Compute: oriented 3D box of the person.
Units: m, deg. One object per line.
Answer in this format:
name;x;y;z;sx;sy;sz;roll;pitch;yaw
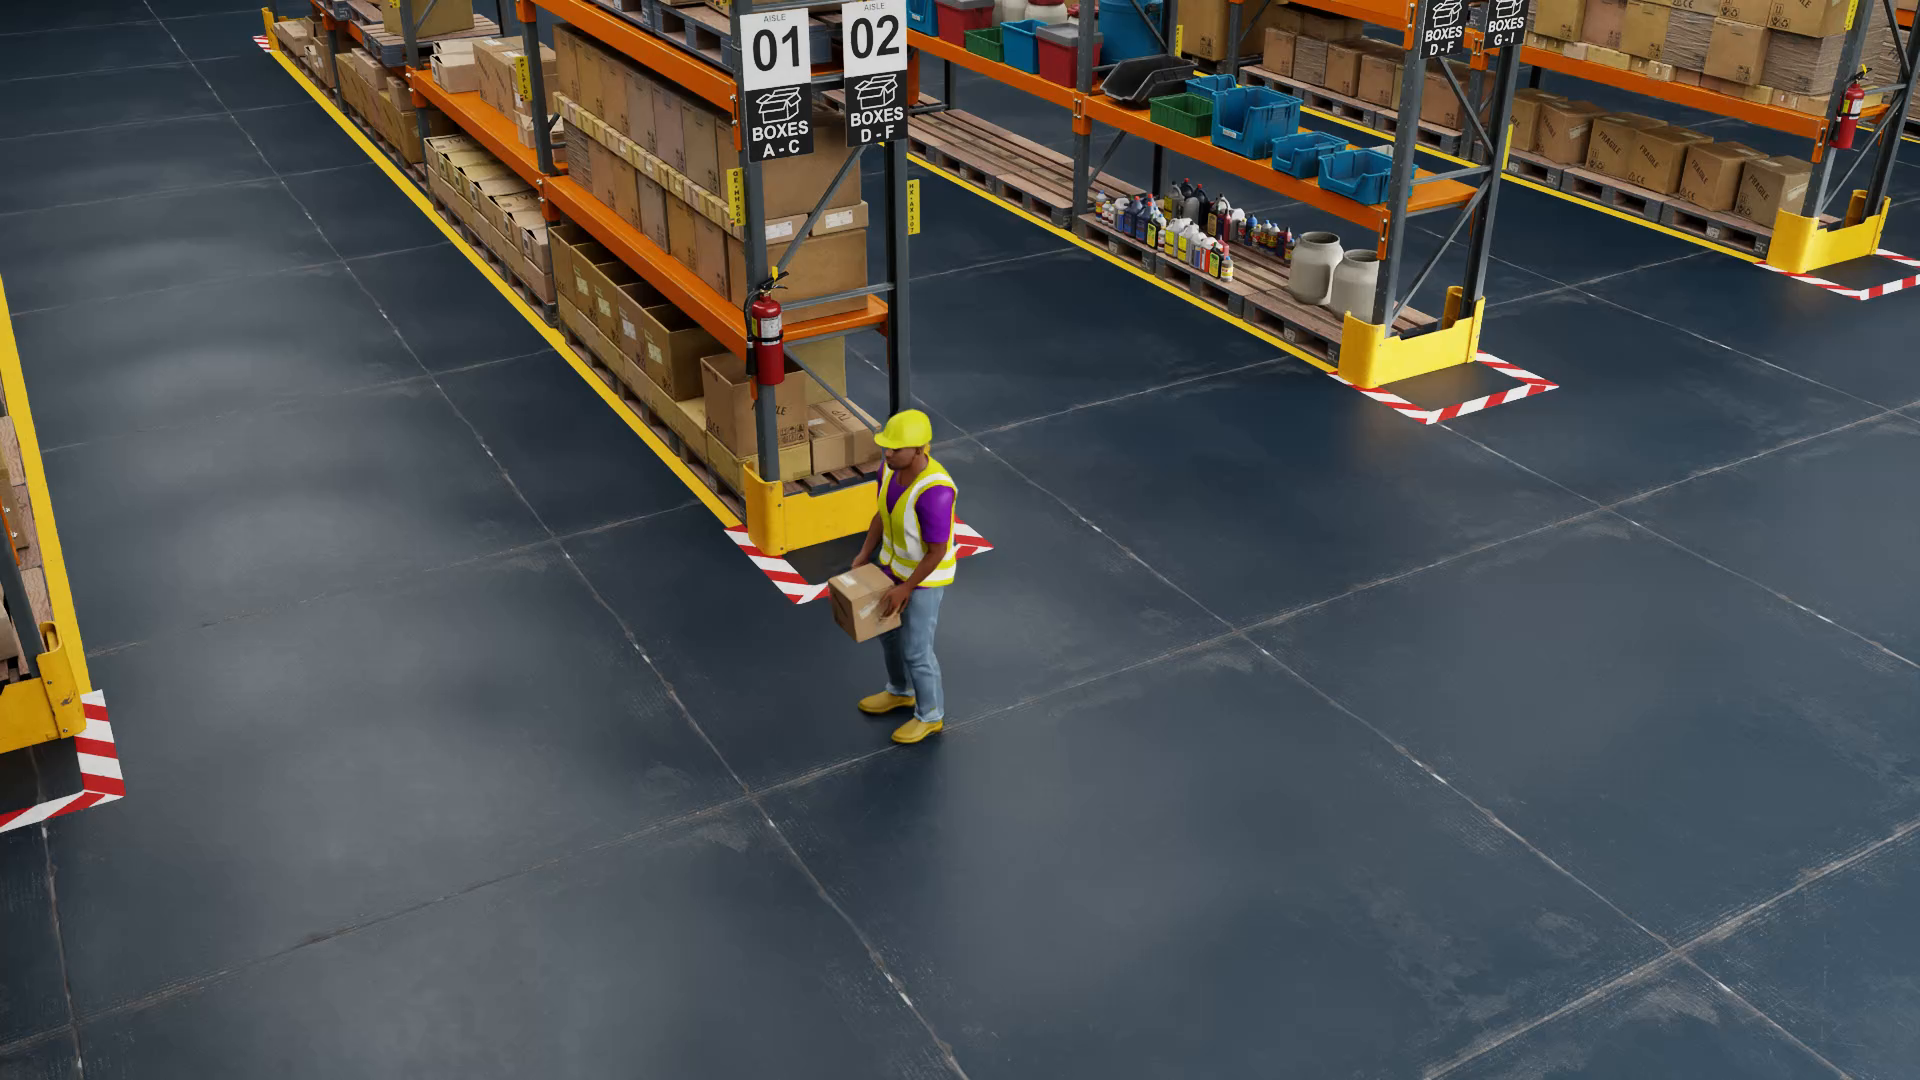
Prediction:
person;-0.270;0.174;8.224;0.470;1.767;0.572;-16;33;-27
